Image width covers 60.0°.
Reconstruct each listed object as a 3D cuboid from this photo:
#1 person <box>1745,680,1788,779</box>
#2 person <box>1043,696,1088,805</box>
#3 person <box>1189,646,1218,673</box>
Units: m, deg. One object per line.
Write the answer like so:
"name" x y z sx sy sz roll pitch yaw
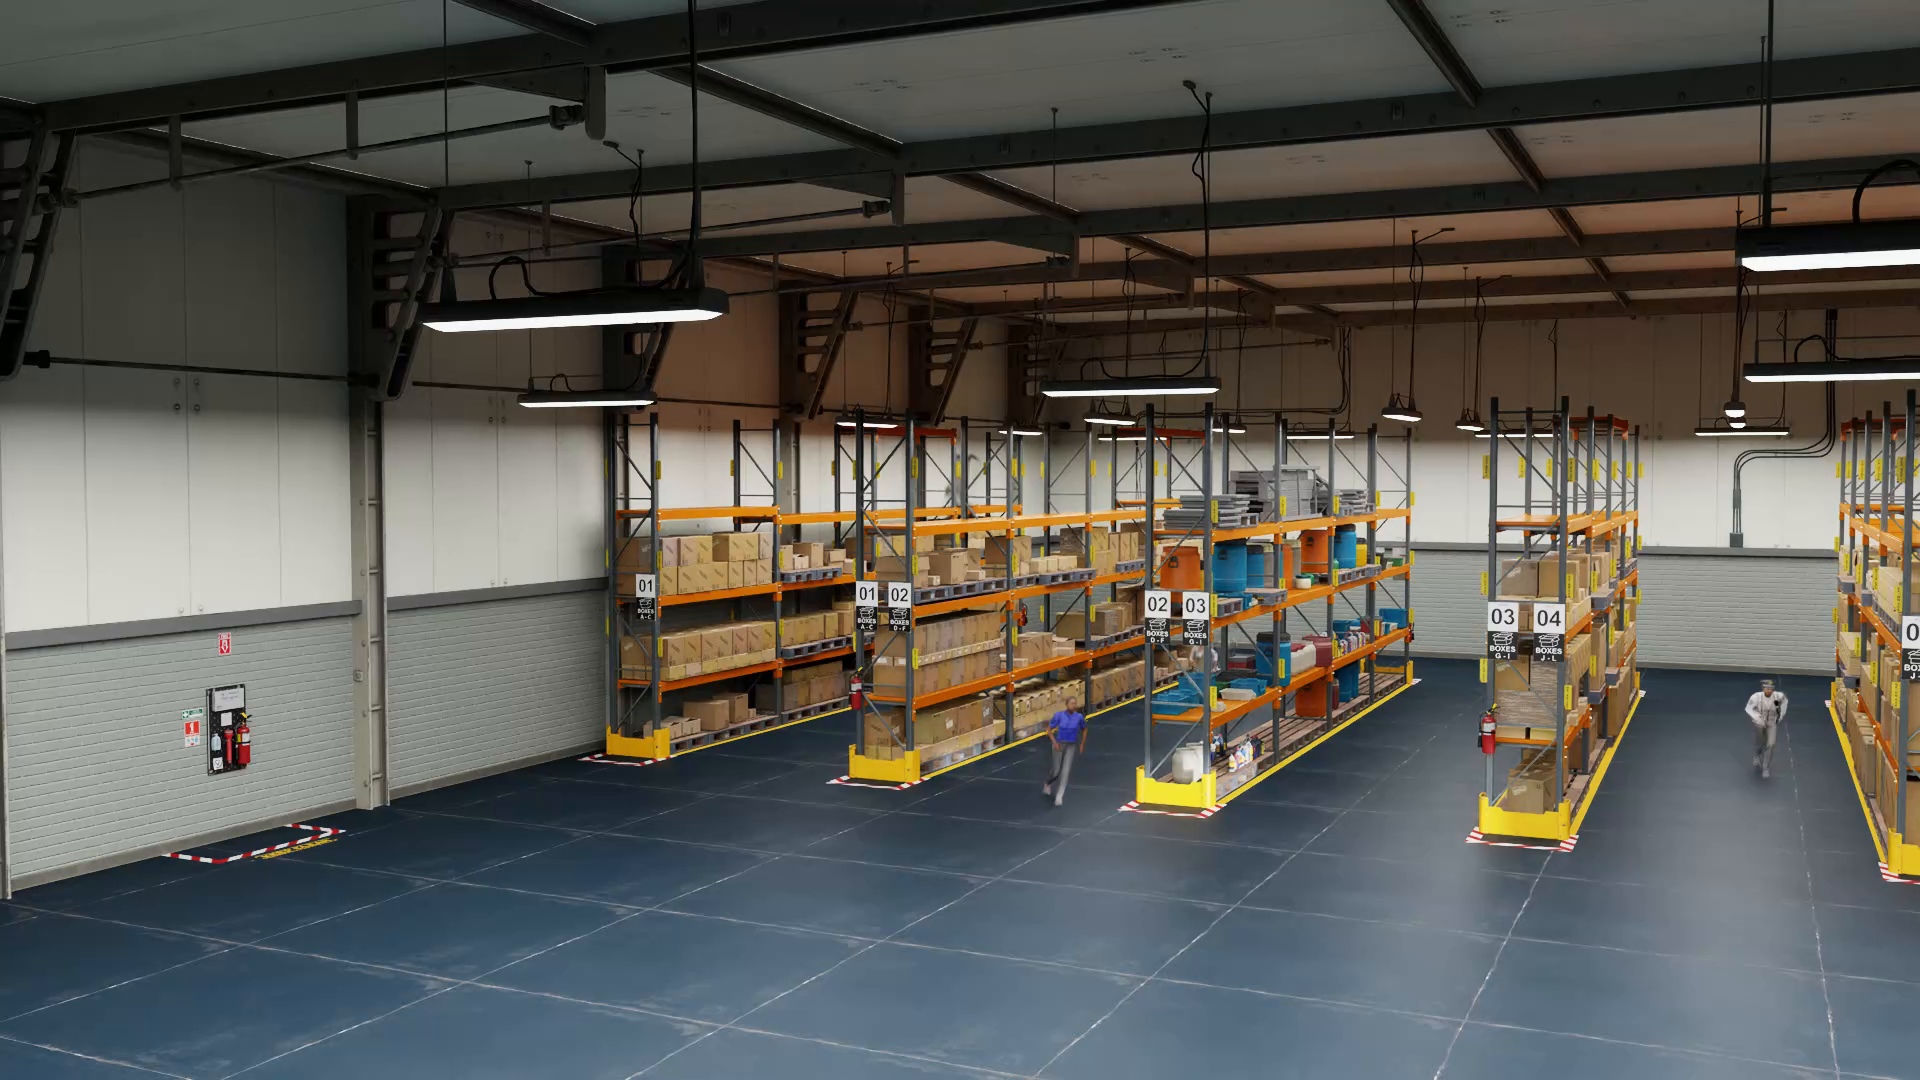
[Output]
"person" 13.262 3.073 27.405 0.655 1.627 0.978 1 2 14
"person" 1.611 3.157 25.144 0.638 1.623 0.645 0 2 -9
"person" 5.091 2.777 34.872 0.579 1.543 0.617 1 3 19
